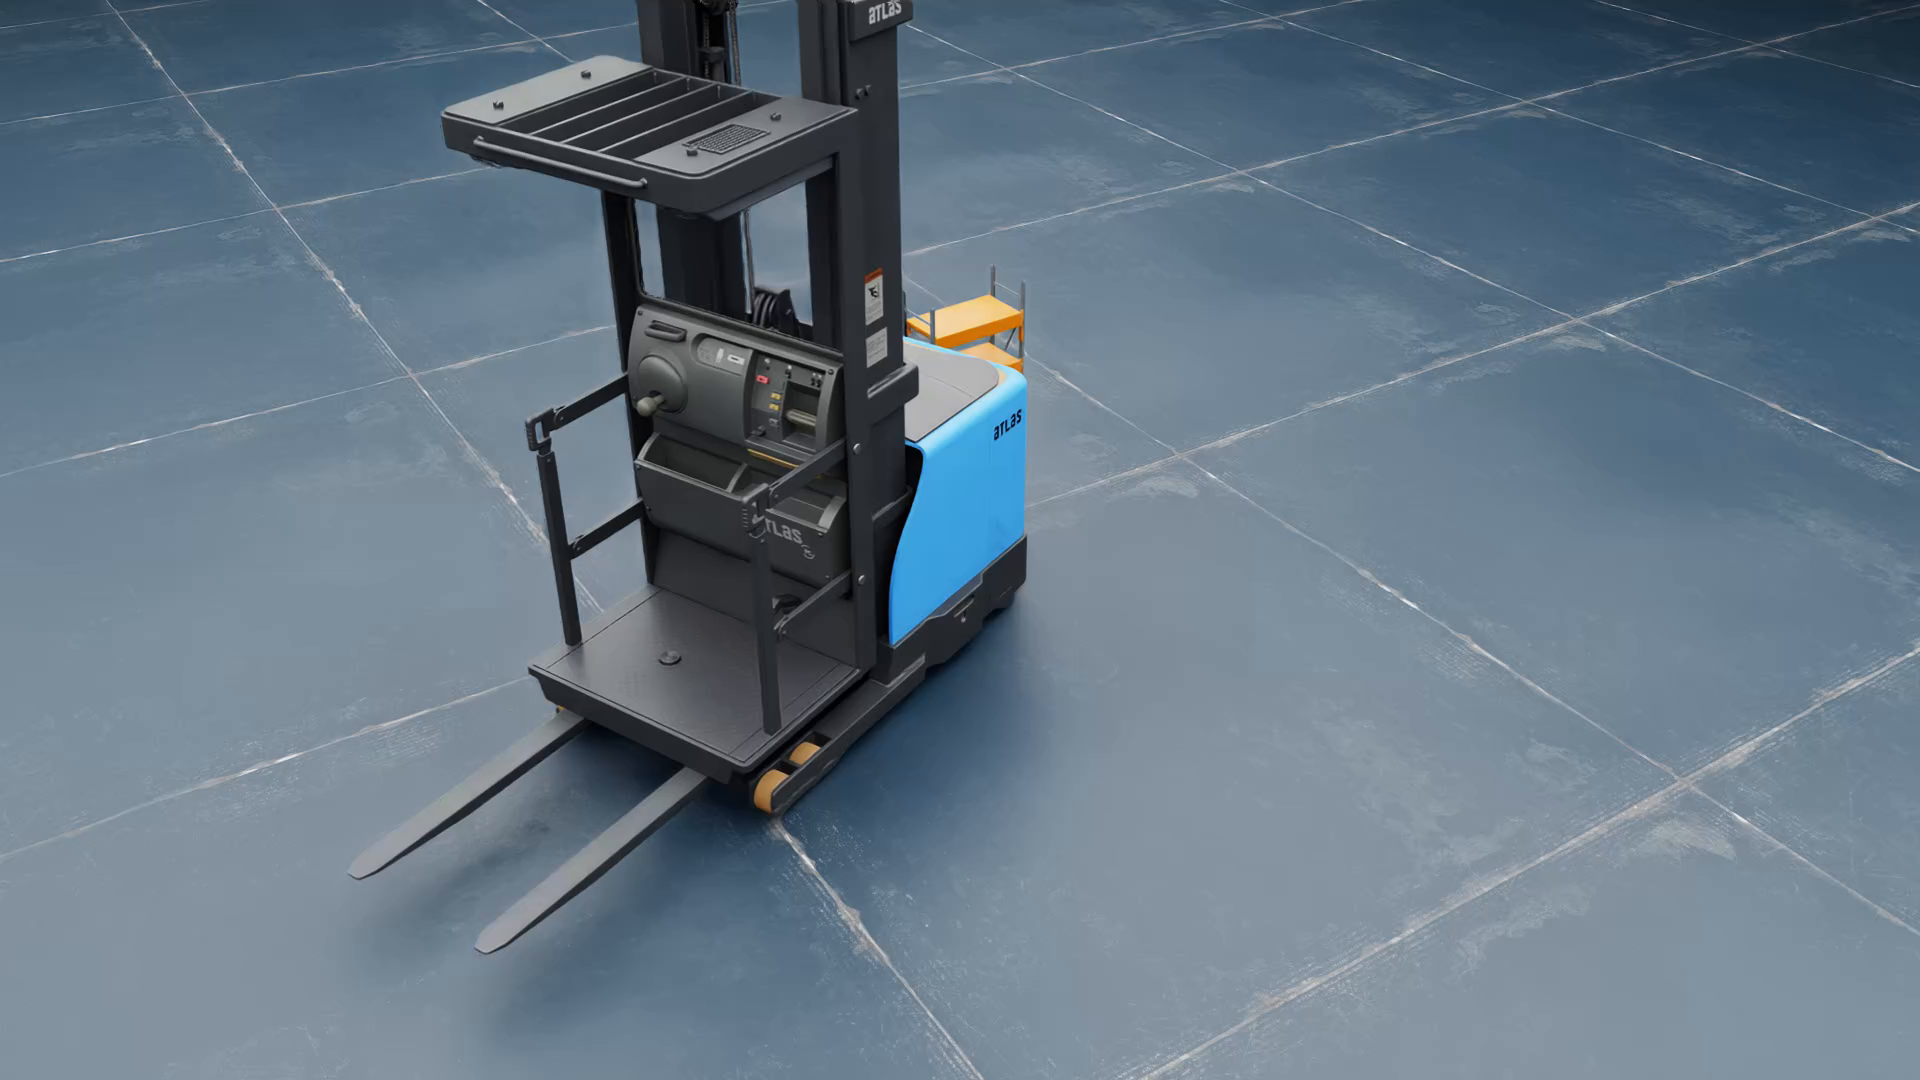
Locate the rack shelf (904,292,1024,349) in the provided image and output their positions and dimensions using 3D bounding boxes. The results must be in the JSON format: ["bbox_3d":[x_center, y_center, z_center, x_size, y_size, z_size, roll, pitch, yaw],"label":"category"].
[{"bbox_3d":[0.016,-0.933,7.368,0.480,0.148,0.258,-21,38,-30],"label":"rack shelf"}]

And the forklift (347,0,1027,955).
[{"bbox_3d":[-0.940,-0.512,5.815,1.130,2.935,3.031,19,37,28],"label":"forklift"}]

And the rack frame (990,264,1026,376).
[{"bbox_3d":[0.213,-0.677,7.699,0.015,1.200,0.240,-21,38,-30],"label":"rack frame"}]

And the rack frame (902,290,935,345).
[{"bbox_3d":[-0.181,-0.524,7.456,0.015,1.200,0.240,-21,38,-30],"label":"rack frame"}]

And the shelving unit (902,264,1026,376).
[{"bbox_3d":[0.016,-0.601,7.577,0.503,1.200,0.258,-21,38,-30],"label":"shelving unit"}]

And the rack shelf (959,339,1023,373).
[{"bbox_3d":[0.016,-0.733,7.494,0.480,0.148,0.258,-21,38,-30],"label":"rack shelf"}]
